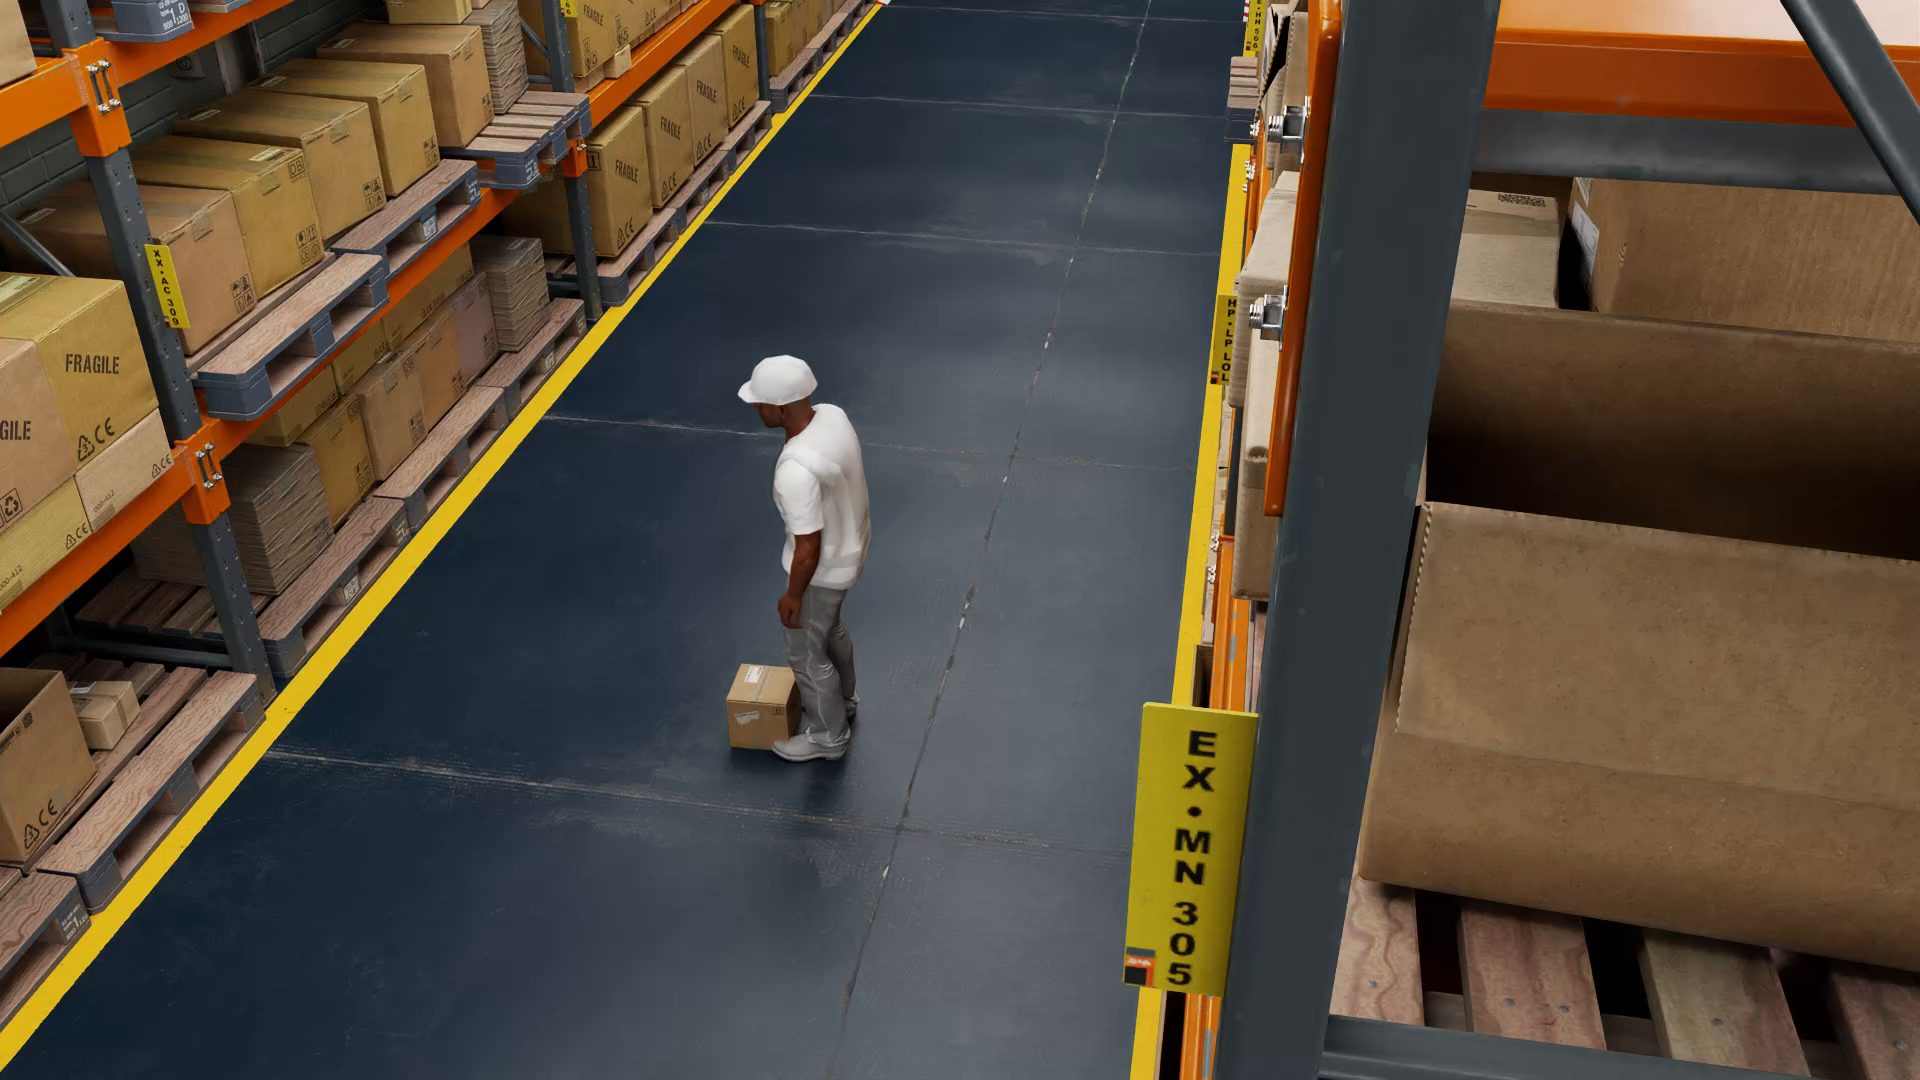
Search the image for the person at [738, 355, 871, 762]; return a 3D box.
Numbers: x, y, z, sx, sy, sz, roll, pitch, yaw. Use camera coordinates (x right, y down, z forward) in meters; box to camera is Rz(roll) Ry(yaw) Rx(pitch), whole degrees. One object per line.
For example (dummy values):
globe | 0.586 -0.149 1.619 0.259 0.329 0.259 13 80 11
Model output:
person | -0.582 0.072 6.507 0.460 1.760 0.625 5 33 8
